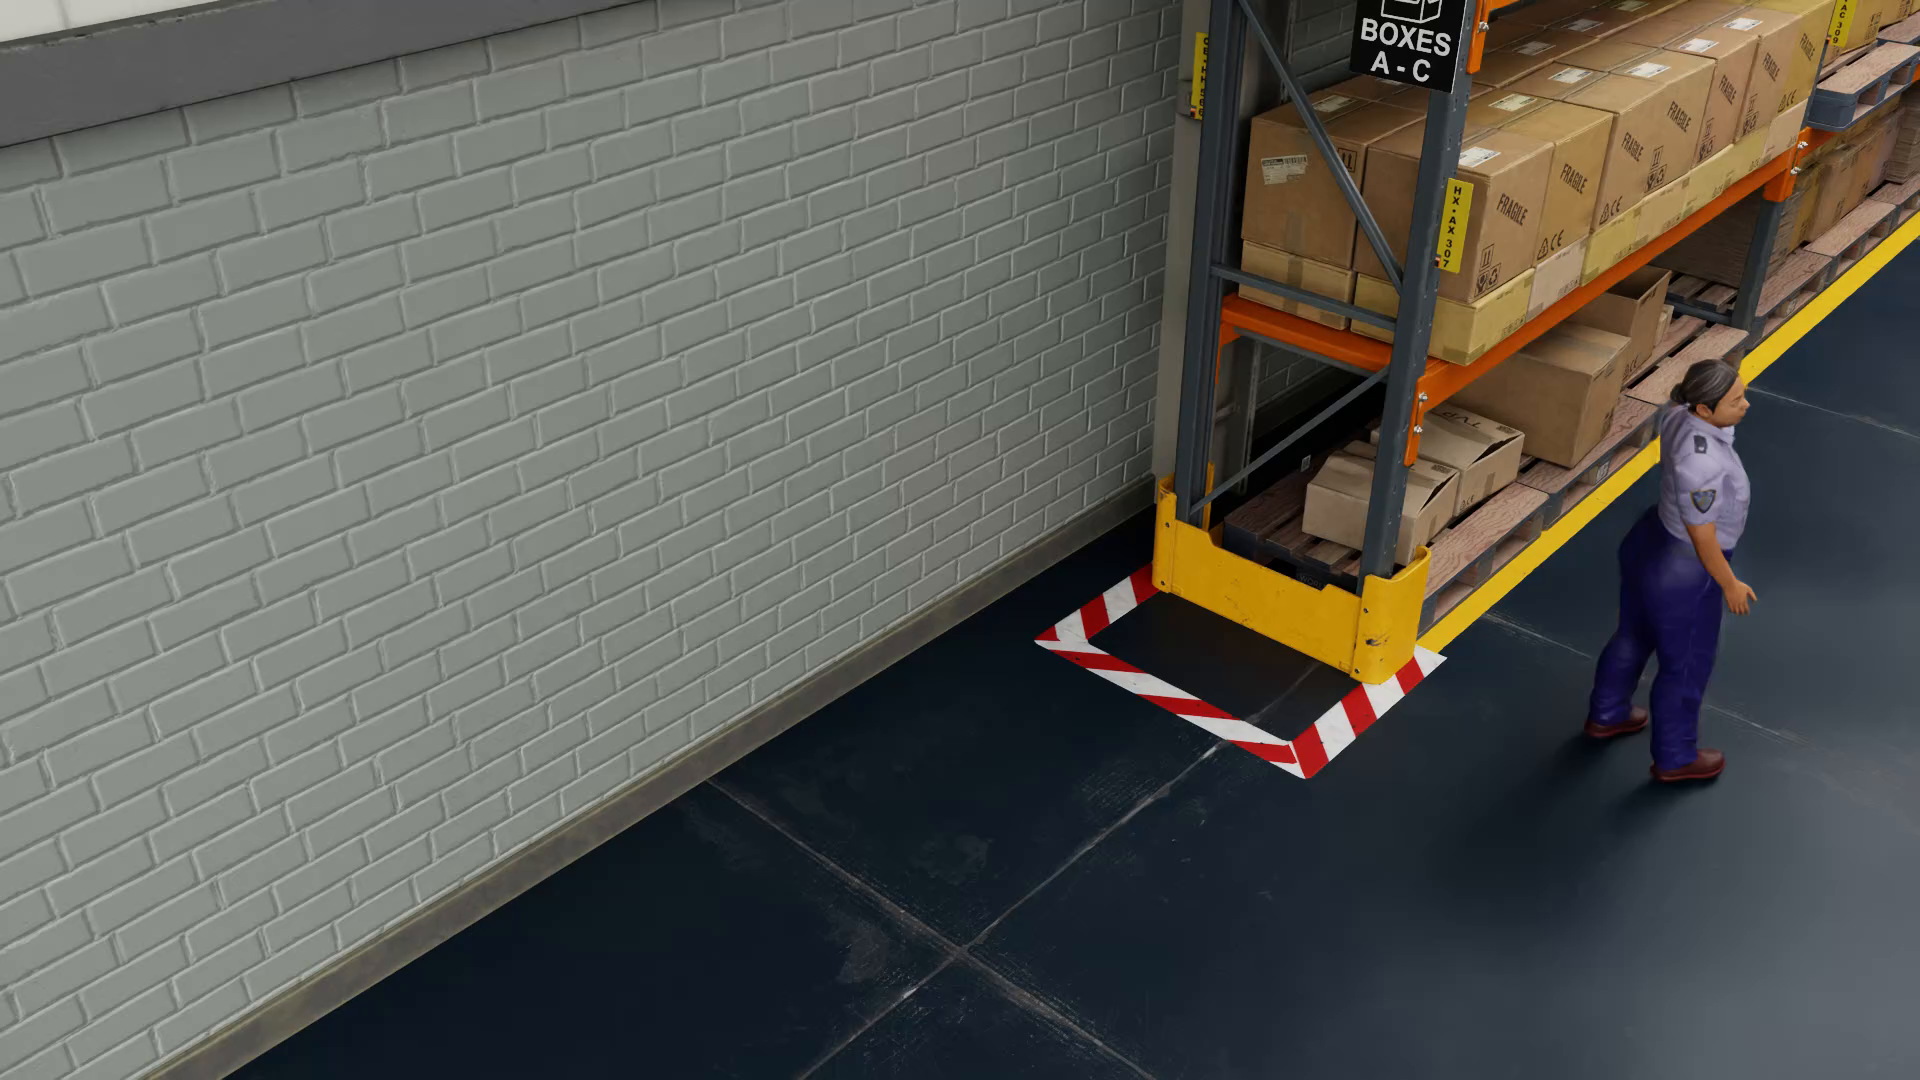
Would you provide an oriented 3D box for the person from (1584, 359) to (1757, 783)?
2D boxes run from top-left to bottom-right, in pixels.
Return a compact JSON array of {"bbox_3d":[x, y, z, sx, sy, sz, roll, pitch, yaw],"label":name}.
[{"bbox_3d":[2.637,0.099,5.956,0.505,1.652,0.493,3,32,4],"label":"person"}]
